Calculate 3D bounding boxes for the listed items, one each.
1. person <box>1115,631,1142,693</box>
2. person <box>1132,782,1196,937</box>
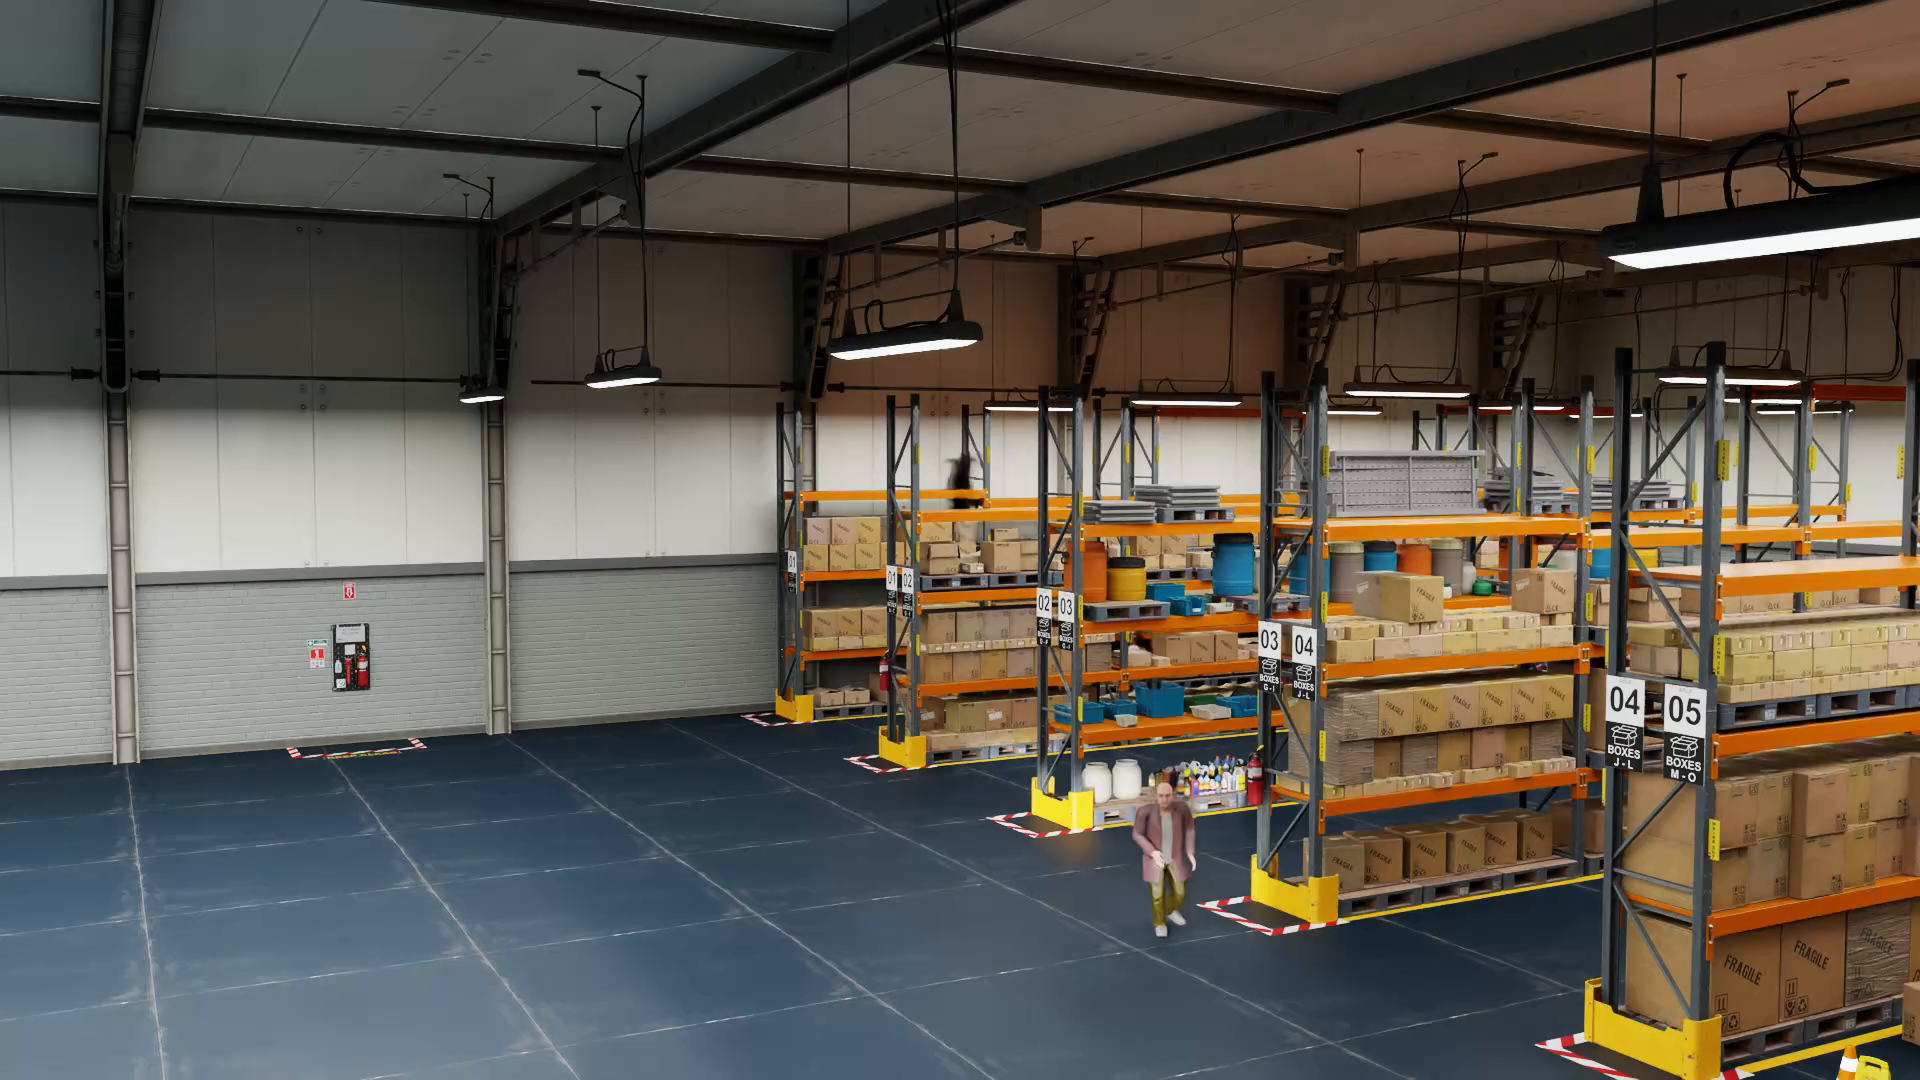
[{"bbox_3d":[3.215,2.550,31.329,0.694,1.718,0.566,-2,4,-34],"label":"person"},{"bbox_3d":[2.130,3.335,17.467,0.684,1.674,0.810,0,3,-3],"label":"person"}]
